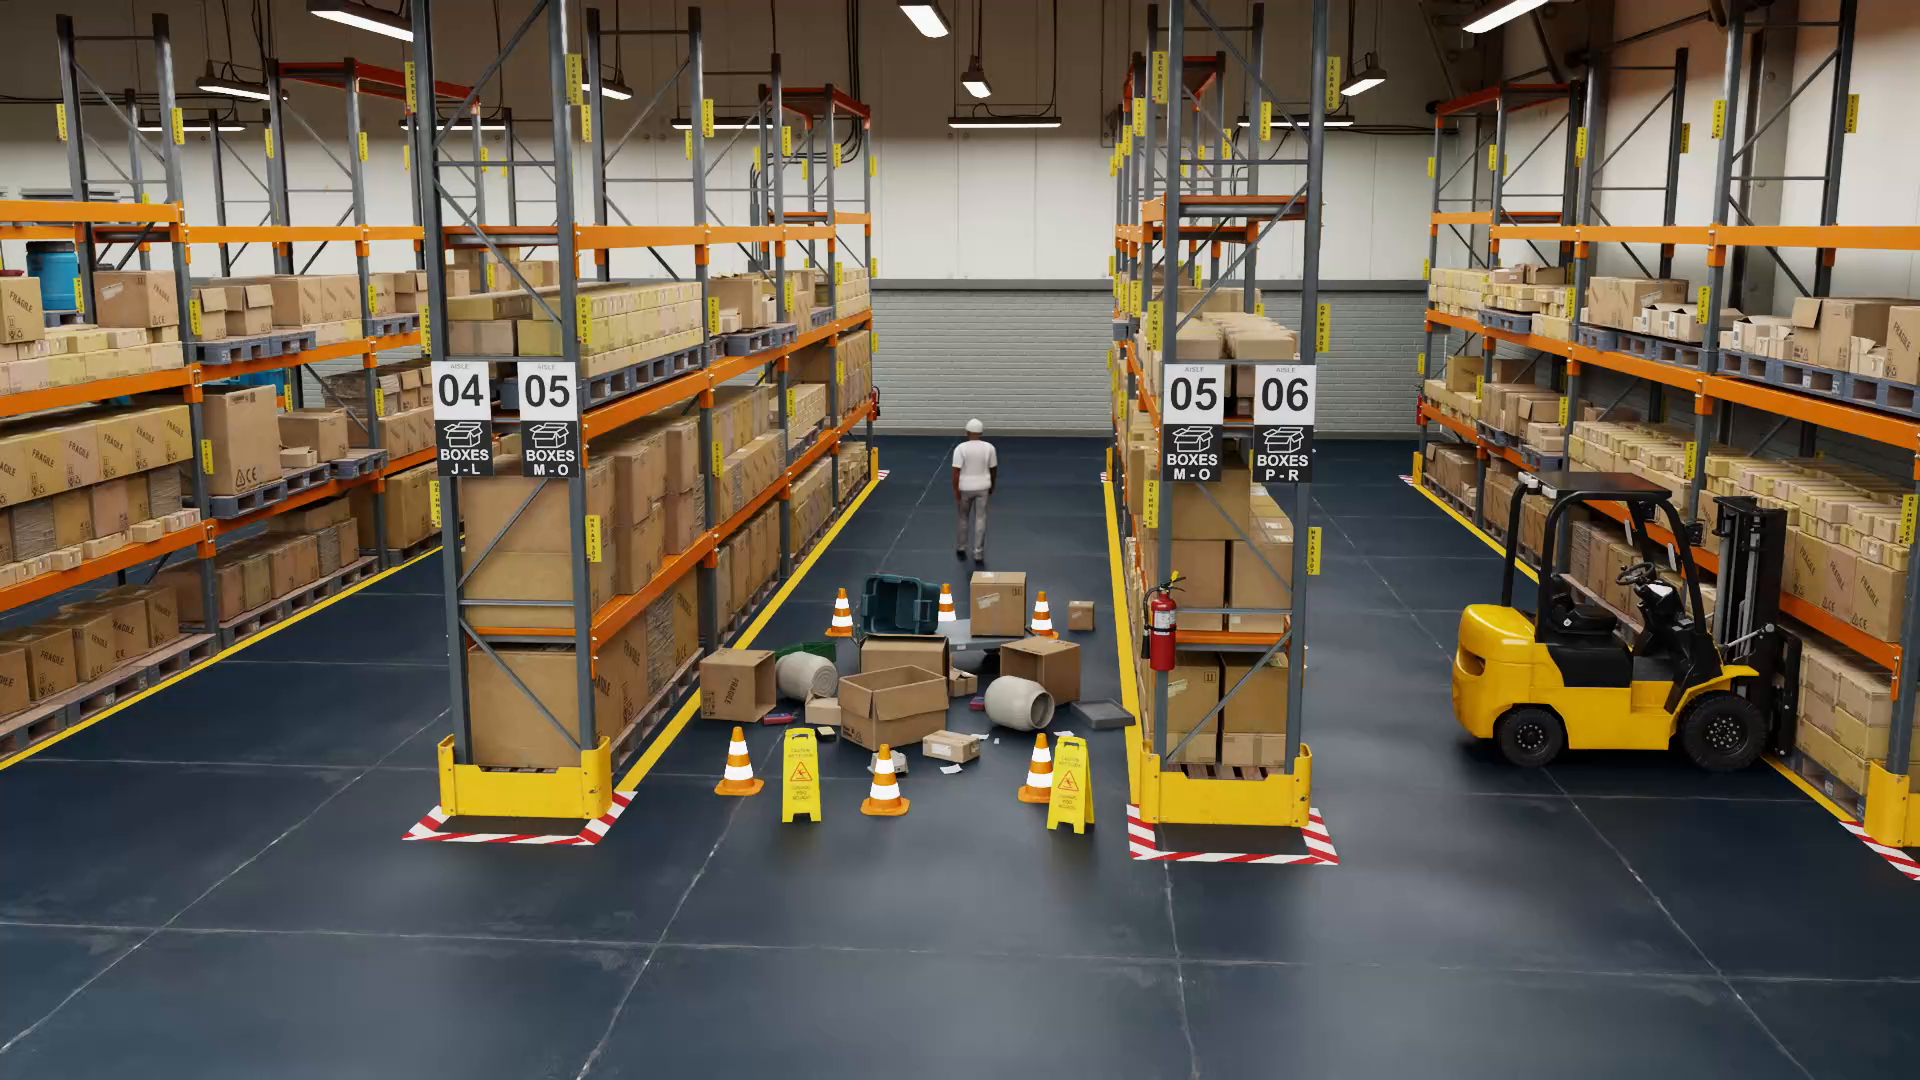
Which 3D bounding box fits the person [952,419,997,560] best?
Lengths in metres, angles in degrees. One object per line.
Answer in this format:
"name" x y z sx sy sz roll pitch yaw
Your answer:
"person" 0.177 -0.670 20.829 0.567 1.726 0.920 0 11 -2
